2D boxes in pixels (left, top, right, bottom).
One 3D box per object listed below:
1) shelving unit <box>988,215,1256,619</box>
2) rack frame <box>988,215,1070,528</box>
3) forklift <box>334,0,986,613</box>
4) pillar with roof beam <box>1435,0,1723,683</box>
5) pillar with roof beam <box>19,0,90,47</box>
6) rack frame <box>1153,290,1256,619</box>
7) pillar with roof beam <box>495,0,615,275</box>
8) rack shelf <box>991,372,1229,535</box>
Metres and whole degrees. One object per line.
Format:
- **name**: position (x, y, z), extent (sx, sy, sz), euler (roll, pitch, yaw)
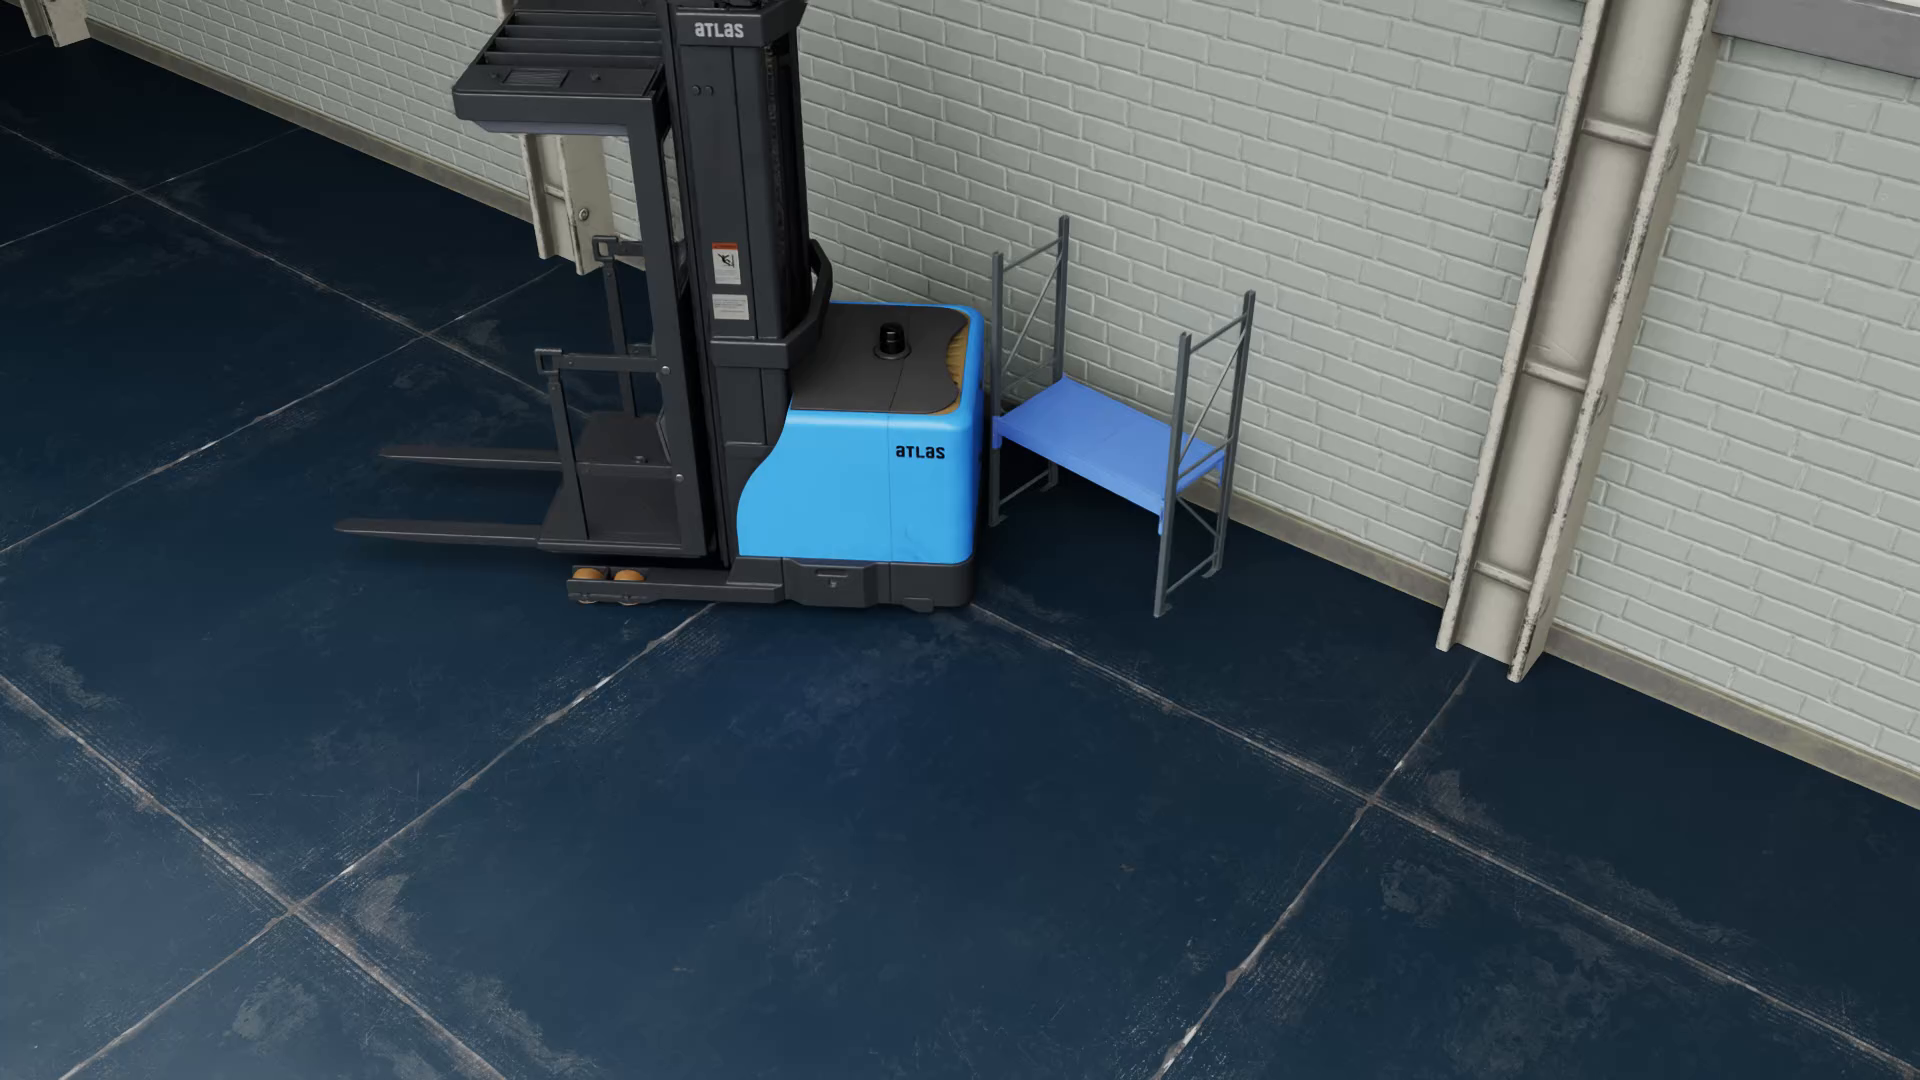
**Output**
- **shelving unit**: position (0.695, -0.560, 7.609), extent (1.048, 1.500, 0.538), euler (29, 47, 32)
- **rack frame**: position (0.319, -0.771, 7.879), extent (0.032, 1.500, 0.500), euler (29, 47, 32)
- **forklift**: position (-1.414, -1.173, 7.232), extent (3.031, 2.935, 1.130), euler (2, 38, 3)
- **pillar with roof beam**: position (-0.224, -0.954, 2.030), extent (0.400, 9.000, 9.100), euler (25, 45, 29)
- **pillar with roof beam**: position (-9.756, -5.449, 7.770), extent (0.400, 9.000, 9.100), euler (25, 45, 29)
- **rack frame**: position (1.070, -0.349, 7.339), extent (0.032, 1.500, 0.500), euler (29, 47, 32)
- **pillar with roof beam**: position (-4.990, -3.202, 4.900), extent (0.400, 9.000, 9.100), euler (25, 45, 29)
- **rack shelf**: position (0.695, -0.418, 7.720), extent (1.000, 0.185, 0.538), euler (29, 47, 32)
